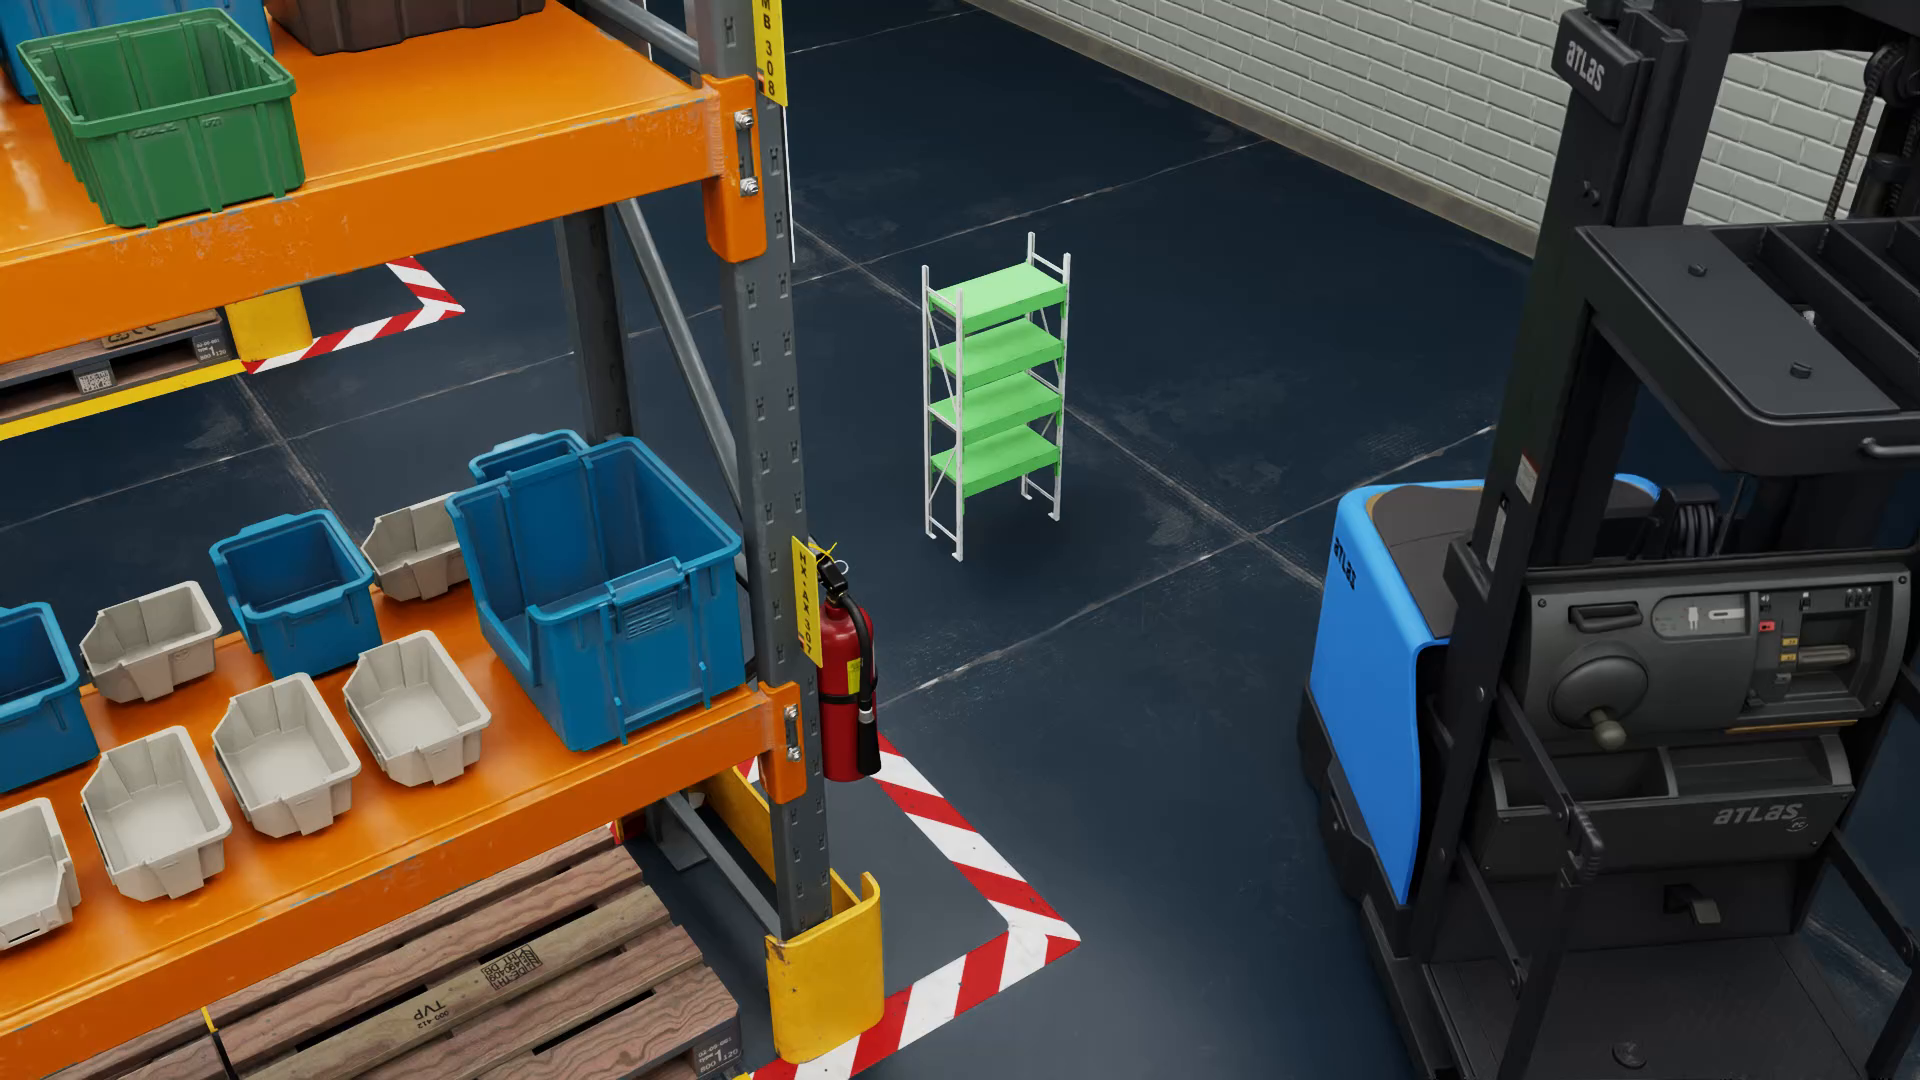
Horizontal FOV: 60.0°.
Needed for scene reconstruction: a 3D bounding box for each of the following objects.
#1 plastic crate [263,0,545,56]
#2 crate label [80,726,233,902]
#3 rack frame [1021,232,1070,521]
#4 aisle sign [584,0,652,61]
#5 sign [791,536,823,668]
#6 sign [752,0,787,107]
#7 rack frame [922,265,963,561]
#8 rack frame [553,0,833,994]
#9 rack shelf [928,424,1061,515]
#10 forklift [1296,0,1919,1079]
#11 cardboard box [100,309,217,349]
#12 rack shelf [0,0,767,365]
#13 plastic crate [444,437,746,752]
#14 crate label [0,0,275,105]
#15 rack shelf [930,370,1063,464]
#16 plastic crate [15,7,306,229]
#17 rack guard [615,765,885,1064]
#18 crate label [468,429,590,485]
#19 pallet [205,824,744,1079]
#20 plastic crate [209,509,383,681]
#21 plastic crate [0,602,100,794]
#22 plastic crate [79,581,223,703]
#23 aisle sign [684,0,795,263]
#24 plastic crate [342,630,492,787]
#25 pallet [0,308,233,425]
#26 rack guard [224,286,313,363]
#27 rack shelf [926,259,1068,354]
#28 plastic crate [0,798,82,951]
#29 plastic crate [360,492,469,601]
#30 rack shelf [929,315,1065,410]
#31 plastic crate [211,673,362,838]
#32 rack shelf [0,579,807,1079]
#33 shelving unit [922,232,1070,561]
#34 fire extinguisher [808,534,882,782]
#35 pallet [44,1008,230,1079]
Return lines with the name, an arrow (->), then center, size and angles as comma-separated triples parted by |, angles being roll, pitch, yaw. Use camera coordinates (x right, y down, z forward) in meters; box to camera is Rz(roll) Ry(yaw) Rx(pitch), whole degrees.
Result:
plastic crate -> -1.158, -1.213, 3.411 | 0.590, 0.269, 0.497 | -22, 41, -28
crate label -> -1.704, 0.594, 3.529 | 0.243, 0.136, 0.396 | -22, 41, -28
rack frame -> 0.335, -0.625, 6.591 | 0.015, 1.200, 0.240 | -22, 41, -28
aisle sign -> -0.795, -1.266, 3.715 | 0.004, 0.787, 0.394 | -22, 41, -28
sign -> -0.352, 0.146, 3.839 | 0.005, 0.325, 0.100 | -22, 41, -28
sign -> -0.352, -0.963, 3.041 | 0.005, 0.325, 0.100 | -22, 41, -28
rack frame -> -0.064, -0.461, 6.363 | 0.015, 1.200, 0.240 | -22, 41, -28
rack frame -> -0.683, -0.045, 4.244 | 0.127, 3.000, 1.000 | -22, 41, -28
rack shelf -> 0.135, -0.296, 6.655 | 0.480, 0.148, 0.258 | -22, 41, -28
forklift -> 1.814, 0.343, 3.763 | 1.130, 2.935, 3.031 | -3, 36, -5
cardboard box -> -3.836, -1.274, 7.716 | 0.500, 0.500, 0.500 | -22, 41, -28
rack shelf -> -2.317, -0.298, 2.643 | 4.000, 0.370, 1.077 | -22, 41, -28
plastic crate -> -0.849, 0.118, 3.935 | 0.499, 0.435, 0.616 | -22, 41, -28
crate label -> -1.623, -1.046, 3.194 | 0.502, 0.251, 0.408 | -22, 41, -28
rack shelf -> 0.135, -0.491, 6.514 | 0.480, 0.148, 0.258 | -22, 41, -28
plastic crate -> -1.324, -0.709, 2.779 | 0.336, 0.188, 0.450 | -22, 41, -28
rack guard -> -0.670, 0.955, 4.993 | 0.348, 0.500, 1.175 | -22, 41, -28
crate label -> -1.074, -0.076, 4.378 | 0.303, 0.233, 0.416 | -22, 41, -28
pallet -> -1.379, 1.346, 4.698 | 1.213, 0.211, 1.003 | -22, 41, -28
plastic crate -> -1.612, 0.146, 4.070 | 0.300, 0.233, 0.416 | -22, 41, -28
plastic crate -> -2.150, 0.367, 3.762 | 0.300, 0.233, 0.416 | -22, 41, -28
plastic crate -> -1.938, 0.260, 3.994 | 0.298, 0.136, 0.250 | -22, 41, -28
aisle sign -> -0.455, -0.985, 3.324 | 0.004, 0.787, 0.394 | -22, 41, -28
plastic crate -> -1.245, 0.398, 3.802 | 0.243, 0.136, 0.396 | -22, 41, -28
pallet -> -4.246, -0.984, 7.938 | 1.213, 0.211, 1.003 | -22, 41, -28
rack guard -> -3.595, -1.370, 8.227 | 0.348, 0.500, 1.175 | -22, 41, -28
rack shelf -> 0.135, -0.881, 6.234 | 0.480, 0.148, 0.258 | -22, 41, -28
plastic crate -> -1.935, 0.703, 3.378 | 0.250, 0.136, 0.298 | -22, 41, -28
plastic crate -> -1.384, 0.032, 4.311 | 0.298, 0.136, 0.250 | -22, 41, -28
rack shelf -> 0.135, -0.686, 6.374 | 0.480, 0.148, 0.258 | -22, 41, -28
plastic crate -> -1.490, 0.489, 3.676 | 0.243, 0.136, 0.396 | -22, 41, -28
rack shelf -> -2.317, 0.920, 3.518 | 4.000, 0.370, 1.077 | -22, 41, -28
shelving unit -> 0.135, -0.543, 6.477 | 0.503, 1.200, 0.258 | -22, 41, -28
fire extinguisher -> -0.298, 0.304, 4.144 | 0.183, 0.674, 0.296 | -22, 41, -28
pallet -> -2.375, 1.754, 4.131 | 1.213, 0.211, 1.003 | -22, 41, -28
